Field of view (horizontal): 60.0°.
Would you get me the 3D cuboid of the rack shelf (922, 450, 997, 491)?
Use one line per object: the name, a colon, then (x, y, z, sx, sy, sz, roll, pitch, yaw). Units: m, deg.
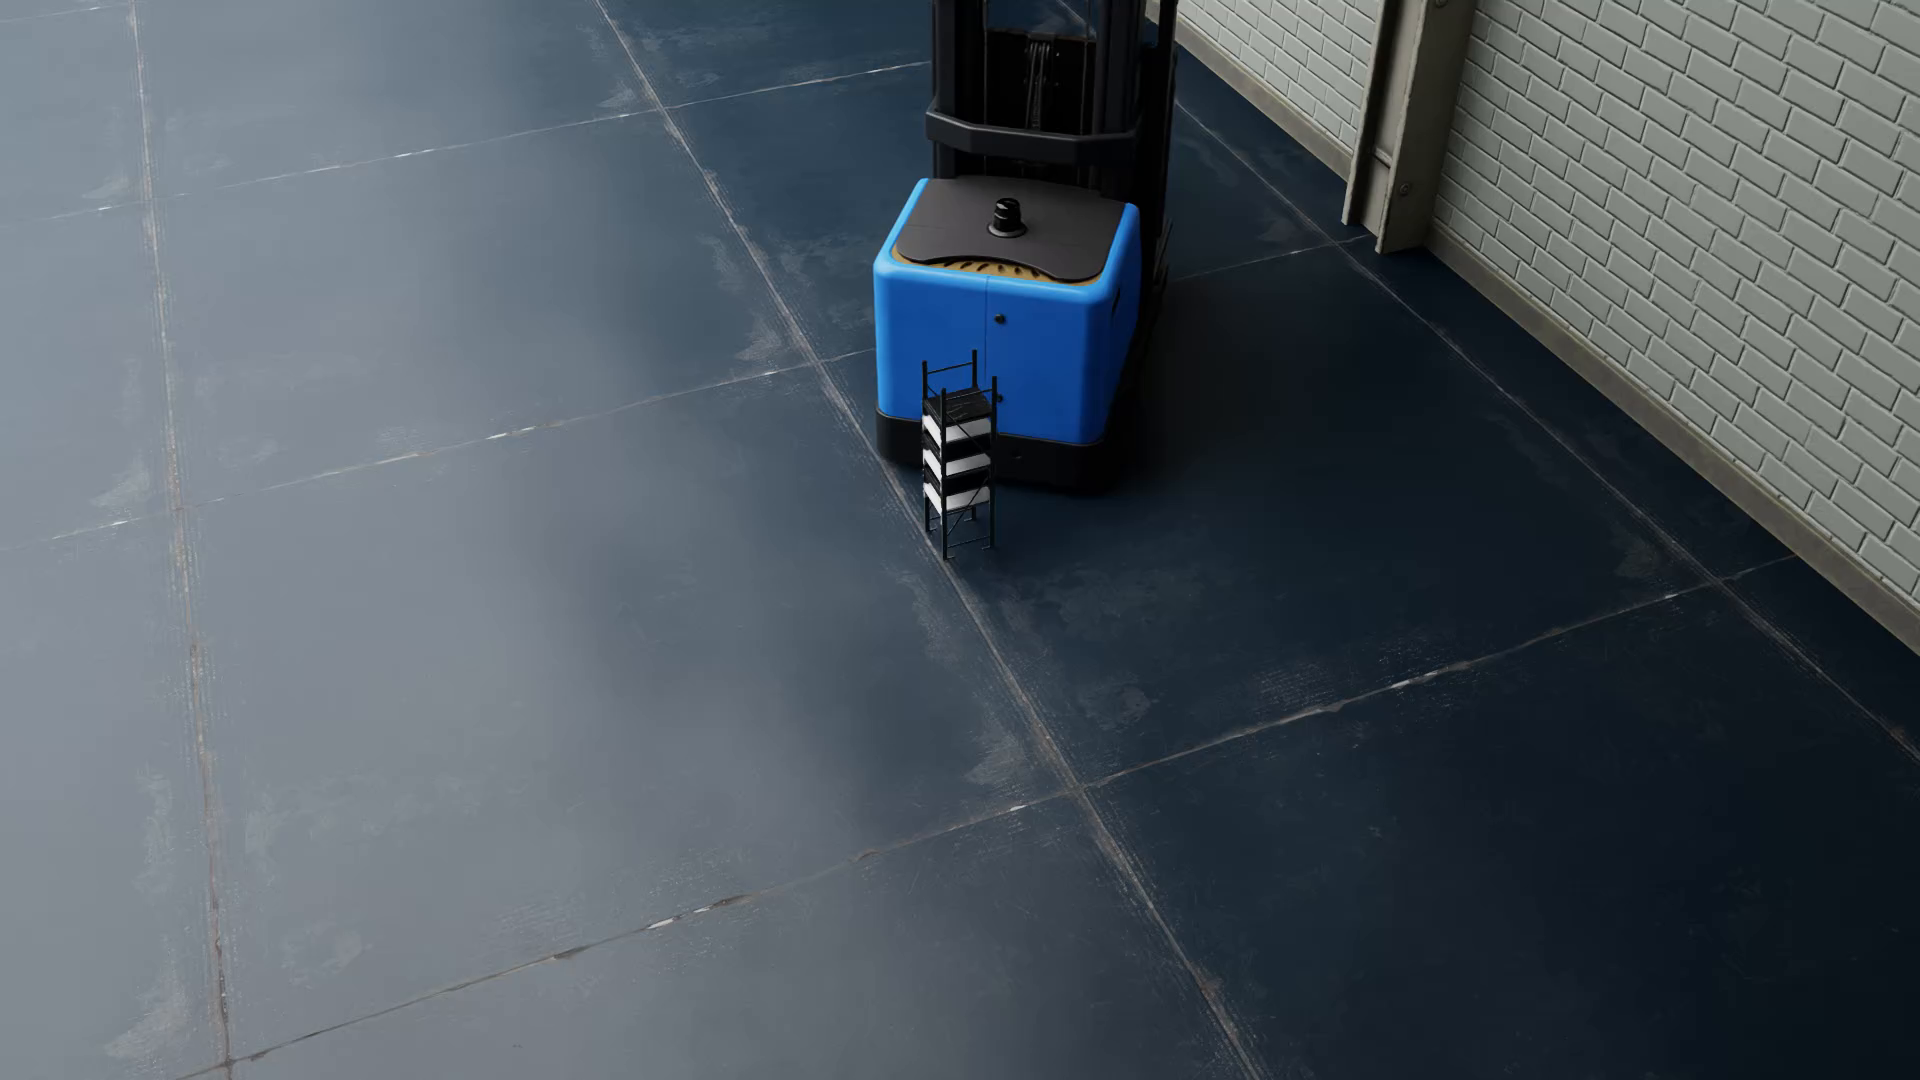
rack shelf: (-0.003, -0.321, 6.984, 0.258, 0.077, 0.200, -15, 43, -17)

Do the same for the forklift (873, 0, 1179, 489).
forklift: (0.470, -2.310, 7.688, 1.130, 2.935, 3.031, 9, 42, 11)

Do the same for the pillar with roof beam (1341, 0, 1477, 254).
pillar with roof beam: (-1.622, -4.051, 5.060, 9.100, 9.000, 0.400, -15, 43, -17)

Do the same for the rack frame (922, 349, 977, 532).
rack frame: (-0.042, -0.407, 7.034, 0.240, 0.900, 0.006, -15, 43, -17)

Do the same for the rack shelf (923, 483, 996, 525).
rack shelf: (-0.003, -0.184, 7.101, 0.258, 0.077, 0.200, -15, 43, -17)

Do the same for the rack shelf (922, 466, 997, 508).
rack shelf: (-0.003, -0.253, 7.043, 0.258, 0.077, 0.200, -15, 43, -17)

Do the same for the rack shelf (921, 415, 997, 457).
rack shelf: (-0.003, -0.457, 6.867, 0.258, 0.077, 0.200, -15, 43, -17)

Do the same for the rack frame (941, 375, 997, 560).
rack frame: (0.036, -0.285, 6.891, 0.240, 0.900, 0.006, -15, 43, -17)

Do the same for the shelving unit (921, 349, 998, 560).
shelving unit: (-0.003, -0.346, 6.962, 0.258, 0.900, 0.210, -15, 43, -17)

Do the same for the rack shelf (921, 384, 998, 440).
rack shelf: (-0.003, -0.526, 6.808, 0.258, 0.077, 0.200, -15, 43, -17)

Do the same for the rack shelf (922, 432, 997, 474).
rack shelf: (-0.003, -0.389, 6.925, 0.258, 0.077, 0.200, -15, 43, -17)
